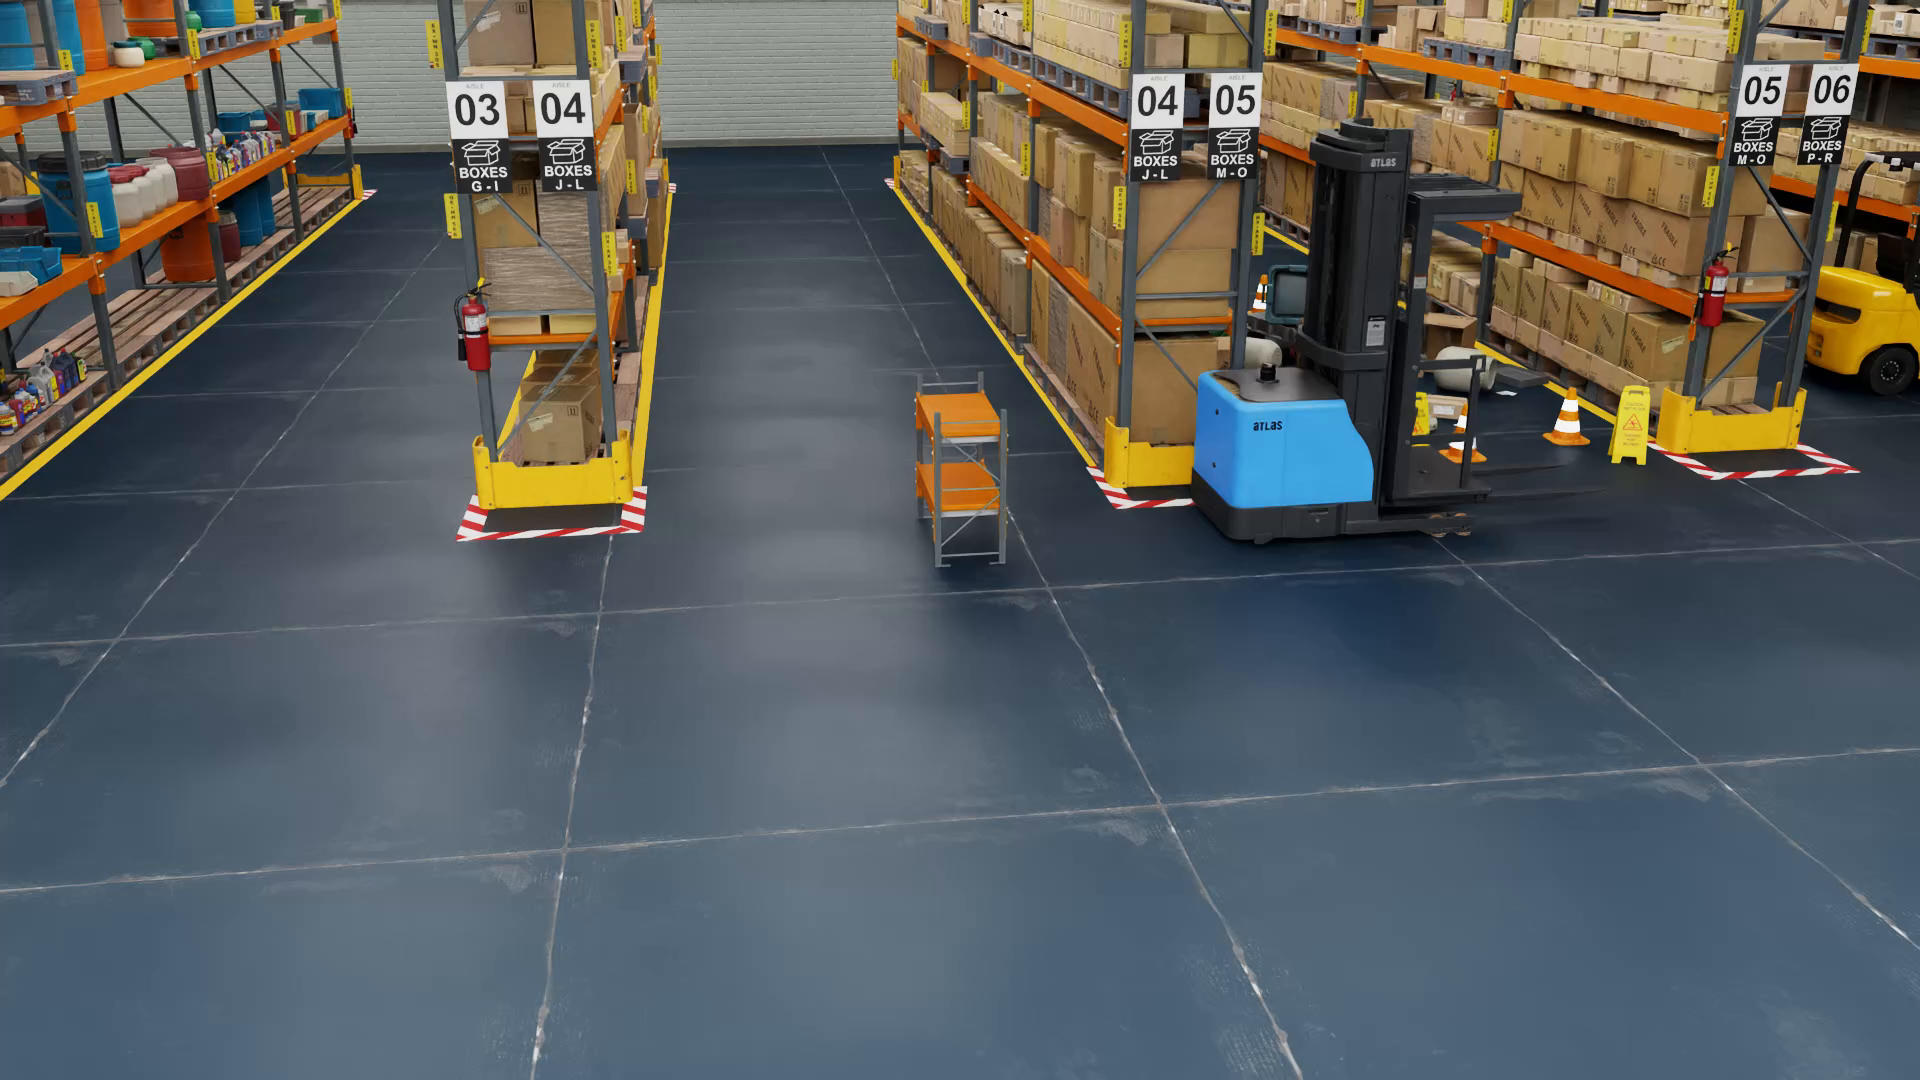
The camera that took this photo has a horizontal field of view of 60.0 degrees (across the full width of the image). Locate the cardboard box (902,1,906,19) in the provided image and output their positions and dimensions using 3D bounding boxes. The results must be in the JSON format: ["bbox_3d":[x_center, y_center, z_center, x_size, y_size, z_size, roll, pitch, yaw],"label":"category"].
[{"bbox_3d":[-0.656,-8.440,26.454,0.500,0.250,0.500,-2,21,-6],"label":"cardboard box"}]

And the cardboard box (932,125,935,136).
[{"bbox_3d":[-0.168,-5.539,22.517,0.380,0.149,0.250,-3,21,-9],"label":"cardboard box"}]

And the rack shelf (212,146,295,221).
[{"bbox_3d":[-9.498,-4.577,21.211,1.077,0.370,4.000,-3,21,-8],"label":"rack shelf"}]

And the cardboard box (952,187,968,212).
[{"bbox_3d":[0.172,-4.461,21.774,0.500,0.250,0.500,-3,21,-7],"label":"cardboard box"}]

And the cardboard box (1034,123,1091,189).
[{"bbox_3d":[1.210,-3.748,16.206,0.875,0.550,0.550,-3,21,-8],"label":"cardboard box"}]

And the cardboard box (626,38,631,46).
[{"bbox_3d":[-3.843,-5.309,18.070,0.500,0.250,0.500,-2,21,-6],"label":"cardboard box"}]

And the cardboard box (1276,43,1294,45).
[{"bbox_3d":[5.016,-7.654,25.923,0.380,0.149,0.250,-4,21,-9],"label":"cardboard box"}]

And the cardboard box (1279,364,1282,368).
[{"bbox_3d":[3.261,-1.518,15.901,0.396,0.266,0.258,1,20,2],"label":"cardboard box"}]

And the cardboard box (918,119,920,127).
[{"bbox_3d":[-0.442,-6.403,25.431,0.380,0.149,0.250,-4,21,-10],"label":"cardboard box"}]

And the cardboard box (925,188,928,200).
[{"bbox_3d":[-0.323,-5.165,24.806,0.380,0.149,0.250,-3,21,-7],"label":"cardboard box"}]

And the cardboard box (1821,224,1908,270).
[{"bbox_3d":[10.795,-3.371,19.748,0.875,0.625,0.625,-3,21,-8],"label":"cardboard box"}]

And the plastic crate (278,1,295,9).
[{"bbox_3d":[-10.584,-8.188,25.750,0.497,0.269,0.590,-3,21,-8],"label":"plastic crate"}]

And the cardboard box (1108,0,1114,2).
[{"bbox_3d":[1.595,-5.008,15.526,0.380,0.149,0.250,-3,21,-8],"label":"cardboard box"}]

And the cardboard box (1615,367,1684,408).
[{"bbox_3d":[6.265,-1.384,14.965,0.500,0.250,0.500,-3,21,-8],"label":"cardboard box"}]

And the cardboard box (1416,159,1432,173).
[{"bbox_3d":[5.545,-4.366,19.377,0.380,0.149,0.250,-2,21,-6],"label":"cardboard box"}]

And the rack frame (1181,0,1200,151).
[{"bbox_3d":[4.344,-7.741,28.654,1.000,3.000,0.127,-3,21,-8],"label":"rack frame"}]

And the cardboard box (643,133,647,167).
[{"bbox_3d":[-4.110,-4.700,20.370,0.500,0.500,0.500,-2,21,-6],"label":"cardboard box"}]

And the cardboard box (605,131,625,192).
[{"bbox_3d":[-3.322,-3.426,15.104,0.500,0.500,0.500,-3,21,-8],"label":"cardboard box"}]

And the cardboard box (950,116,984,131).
[{"bbox_3d":[0.089,-5.190,20.735,0.380,0.149,0.250,-4,21,-10],"label":"cardboard box"}]

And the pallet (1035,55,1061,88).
[{"bbox_3d":[1.298,-4.381,15.499,1.003,0.211,1.213,-3,21,-8],"label":"pallet"}]

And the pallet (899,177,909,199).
[{"bbox_3d":[-0.446,-5.840,27.551,1.003,0.211,1.213,-3,21,-8],"label":"pallet"}]

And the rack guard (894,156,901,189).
[{"bbox_3d":[-0.528,-6.259,28.259,1.175,0.500,0.348,-3,21,-8],"label":"rack guard"}]

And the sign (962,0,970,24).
[{"bbox_3d":[0.077,-6.307,19.789,0.100,0.325,0.005,-3,21,-8],"label":"sign"}]

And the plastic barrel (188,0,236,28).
[{"bbox_3d":[-9.389,-6.860,20.691,0.600,0.901,0.708,-3,21,-8],"label":"plastic barrel"}]

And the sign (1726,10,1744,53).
[{"bbox_3d":[6.099,-4.000,13.086,0.100,0.325,0.005,-3,21,-8],"label":"sign"}]

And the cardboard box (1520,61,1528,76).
[{"bbox_3d":[5.874,-4.752,16.724,0.380,0.149,0.250,-3,21,-9],"label":"cardboard box"}]

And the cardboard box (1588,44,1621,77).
[{"bbox_3d":[6.084,-4.367,15.124,0.500,0.250,0.500,-3,21,-7],"label":"cardboard box"}]

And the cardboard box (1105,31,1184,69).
[{"bbox_3d":[1.420,-3.789,12.834,0.500,0.250,0.500,-3,21,-7],"label":"cardboard box"}]

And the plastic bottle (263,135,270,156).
[{"bbox_3d":[-9.357,-5.301,22.300,0.152,0.276,0.135,-3,21,-8],"label":"plastic bottle"}]

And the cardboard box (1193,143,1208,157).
[{"bbox_3d":[4.538,-6.514,28.430,0.875,0.438,0.875,-4,21,-10],"label":"cardboard box"}]

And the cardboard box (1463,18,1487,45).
[{"bbox_3d":[5.779,-5.488,17.950,0.500,0.250,0.500,-3,21,-7],"label":"cardboard box"}]

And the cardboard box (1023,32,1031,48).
[{"bbox_3d":[0.930,-5.116,16.811,0.500,0.250,0.500,-3,21,-7],"label":"cardboard box"}]

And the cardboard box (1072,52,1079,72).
[{"bbox_3d":[1.164,-4.073,14.164,0.380,0.149,0.250,-3,21,-7],"label":"cardboard box"}]

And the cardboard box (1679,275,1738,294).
[{"bbox_3d":[6.385,-2.202,14.184,0.380,0.149,0.250,-2,21,-6],"label":"cardboard box"}]

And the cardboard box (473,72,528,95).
[{"bbox_3d":[-3.426,-3.399,12.388,0.380,0.149,0.250,-4,21,-10],"label":"cardboard box"}]

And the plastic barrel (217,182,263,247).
[{"bbox_3d":[-9.623,-4.385,22.070,0.600,0.901,0.708,-3,21,-8],"label":"plastic barrel"}]

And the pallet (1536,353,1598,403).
[{"bbox_3d":[6.385,-1.625,16.267,1.003,0.211,1.213,-3,21,-8],"label":"pallet"}]

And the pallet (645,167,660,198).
[{"bbox_3d":[-4.101,-4.140,19.287,1.213,0.211,1.003,-3,21,-8],"label":"pallet"}]

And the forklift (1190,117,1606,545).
[{"bbox_3d":[3.350,-1.571,12.233,3.031,2.935,1.130,-4,21,-9],"label":"forklift"}]

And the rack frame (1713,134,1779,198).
[{"bbox_3d":[10.409,-5.222,21.912,1.000,3.000,0.127,-3,21,-8],"label":"rack frame"}]

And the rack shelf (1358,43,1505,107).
[{"bbox_3d":[5.786,-5.347,18.985,1.077,0.370,4.000,-3,21,-8],"label":"rack shelf"}]

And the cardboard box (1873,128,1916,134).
[{"bbox_3d":[11.016,-4.765,19.616,0.380,0.149,0.250,-3,21,-8],"label":"cardboard box"}]

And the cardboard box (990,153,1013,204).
[{"bbox_3d":[0.629,-4.041,18.605,0.500,0.500,0.500,-3,21,-8],"label":"cardboard box"}]

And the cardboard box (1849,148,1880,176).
[{"bbox_3d":[10.580,-4.336,19.039,0.500,0.250,0.500,-3,21,-9],"label":"cardboard box"}]

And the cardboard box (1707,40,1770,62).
[{"bbox_3d":[6.310,-3.964,13.475,0.380,0.149,0.250,-3,21,-7],"label":"cardboard box"}]

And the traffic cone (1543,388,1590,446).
[{"bbox_3d":[5.312,-1.096,14.490,0.336,0.463,0.334,-3,21,-8],"label":"traffic cone"}]

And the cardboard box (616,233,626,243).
[{"bbox_3d":[-3.384,-2.822,15.843,0.380,0.149,0.250,-3,21,-8],"label":"cardboard box"}]

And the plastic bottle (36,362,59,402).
[{"bbox_3d":[-8.181,-1.415,14.874,0.144,0.351,0.185,-3,21,-8],"label":"plastic bottle"}]

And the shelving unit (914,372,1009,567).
[{"bbox_3d":[-0.001,-0.529,12.026,0.538,1.125,1.048,-3,21,-8],"label":"shelving unit"}]

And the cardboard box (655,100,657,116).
[{"bbox_3d":[-4.904,-6.624,25.452,0.500,0.250,0.500,-3,21,-8],"label":"cardboard box"}]

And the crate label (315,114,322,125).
[{"bbox_3d":[-9.975,-6.426,25.426,0.396,0.136,0.243,-3,21,-8],"label":"crate label"}]

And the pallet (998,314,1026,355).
[{"bbox_3d":[1.005,-2.258,17.961,1.003,0.211,1.213,-3,21,-8],"label":"pallet"}]

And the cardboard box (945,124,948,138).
[{"bbox_3d":[0.011,-5.236,21.281,0.380,0.149,0.250,-2,21,-6],"label":"cardboard box"}]

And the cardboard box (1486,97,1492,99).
[{"bbox_3d":[9.162,-7.481,28.319,0.380,0.149,0.250,-2,21,-6],"label":"cardboard box"}]

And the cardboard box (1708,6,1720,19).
[{"bbox_3d":[10.102,-6.945,21.882,0.380,0.149,0.250,-3,21,-9],"label":"cardboard box"}]

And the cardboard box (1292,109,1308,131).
[{"bbox_3d":[4.930,-5.823,23.019,0.500,0.250,0.500,-4,21,-9],"label":"cardboard box"}]

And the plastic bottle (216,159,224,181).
[{"bbox_3d":[-9.019,-4.489,20.126,0.152,0.276,0.135,-3,21,-8],"label":"plastic bottle"}]
